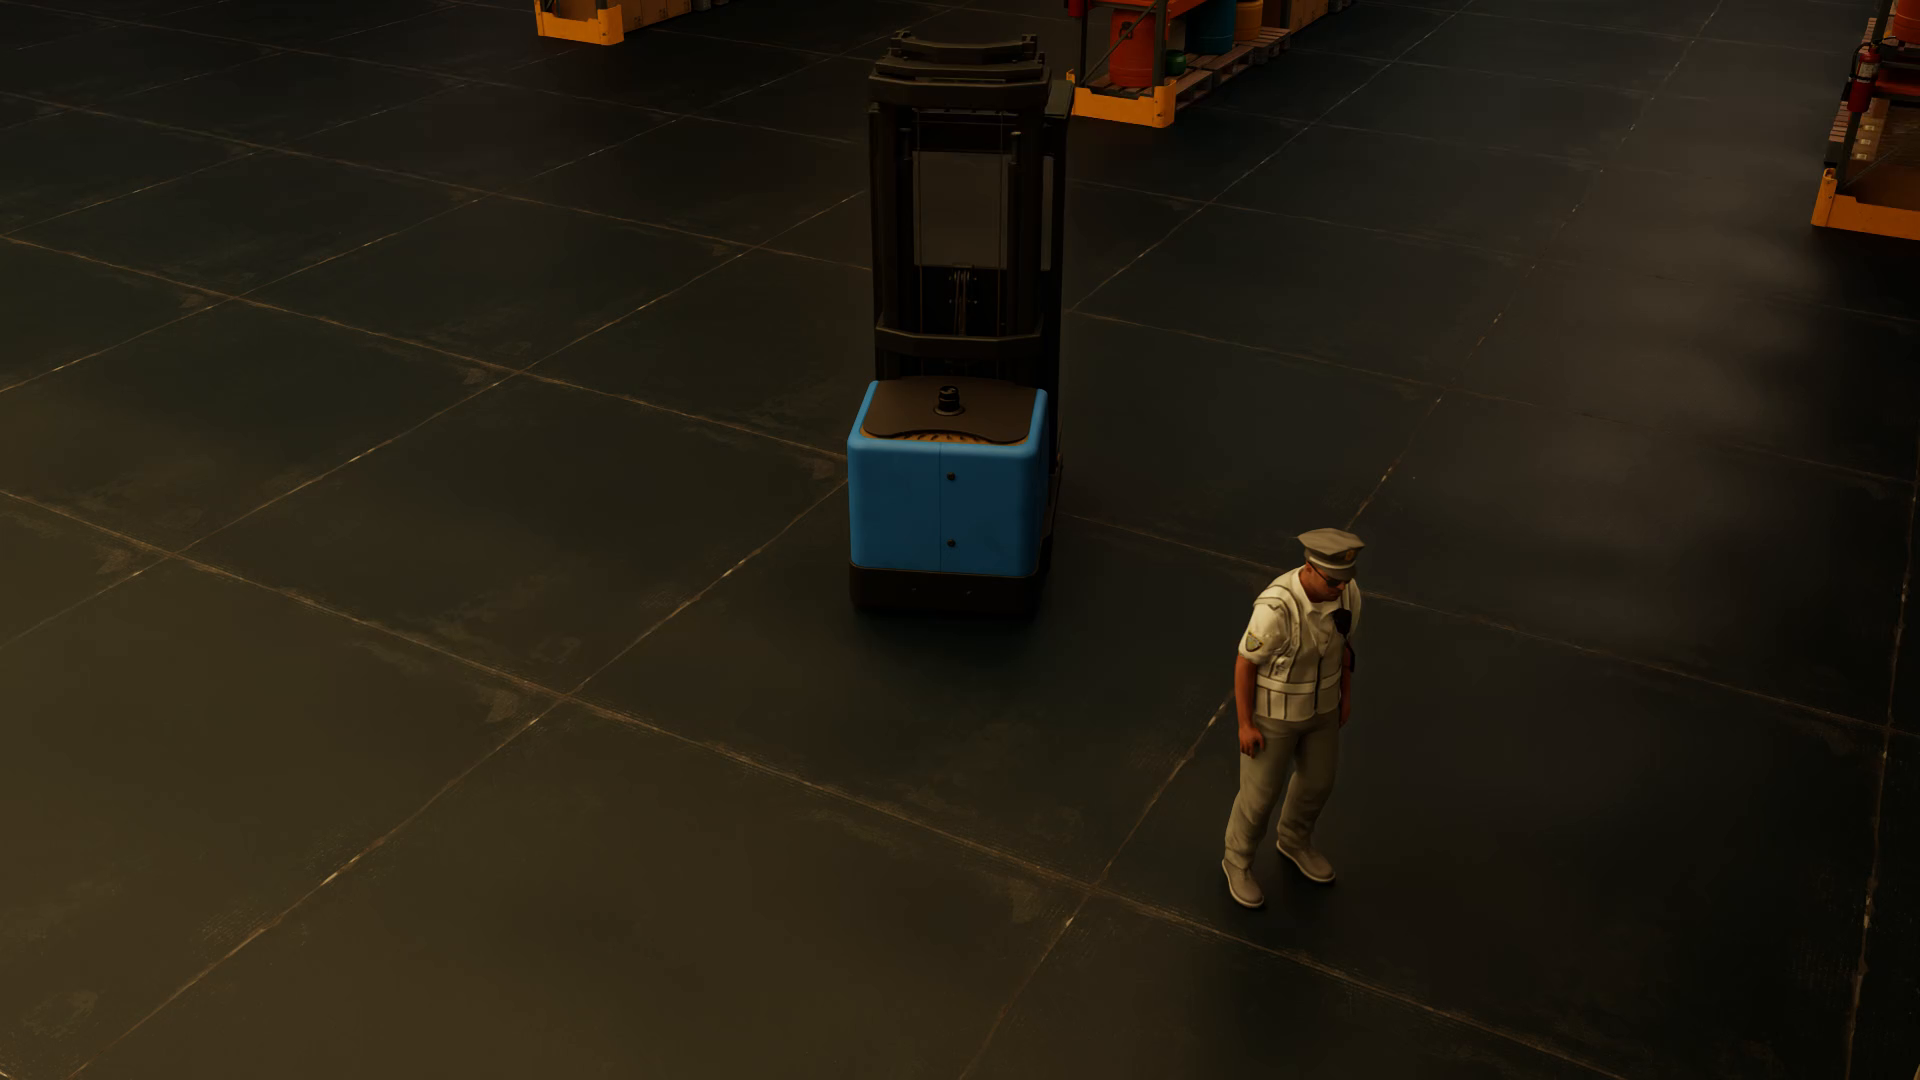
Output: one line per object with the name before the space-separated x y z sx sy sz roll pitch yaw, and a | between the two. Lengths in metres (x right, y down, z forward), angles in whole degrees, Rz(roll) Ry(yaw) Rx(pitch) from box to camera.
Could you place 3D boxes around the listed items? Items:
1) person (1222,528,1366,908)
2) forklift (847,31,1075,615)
person | 1.407 0.705 7.034 0.585 1.747 0.440 -14 33 -22
forklift | 0.072 -1.572 9.794 1.130 2.935 3.031 3 30 6
